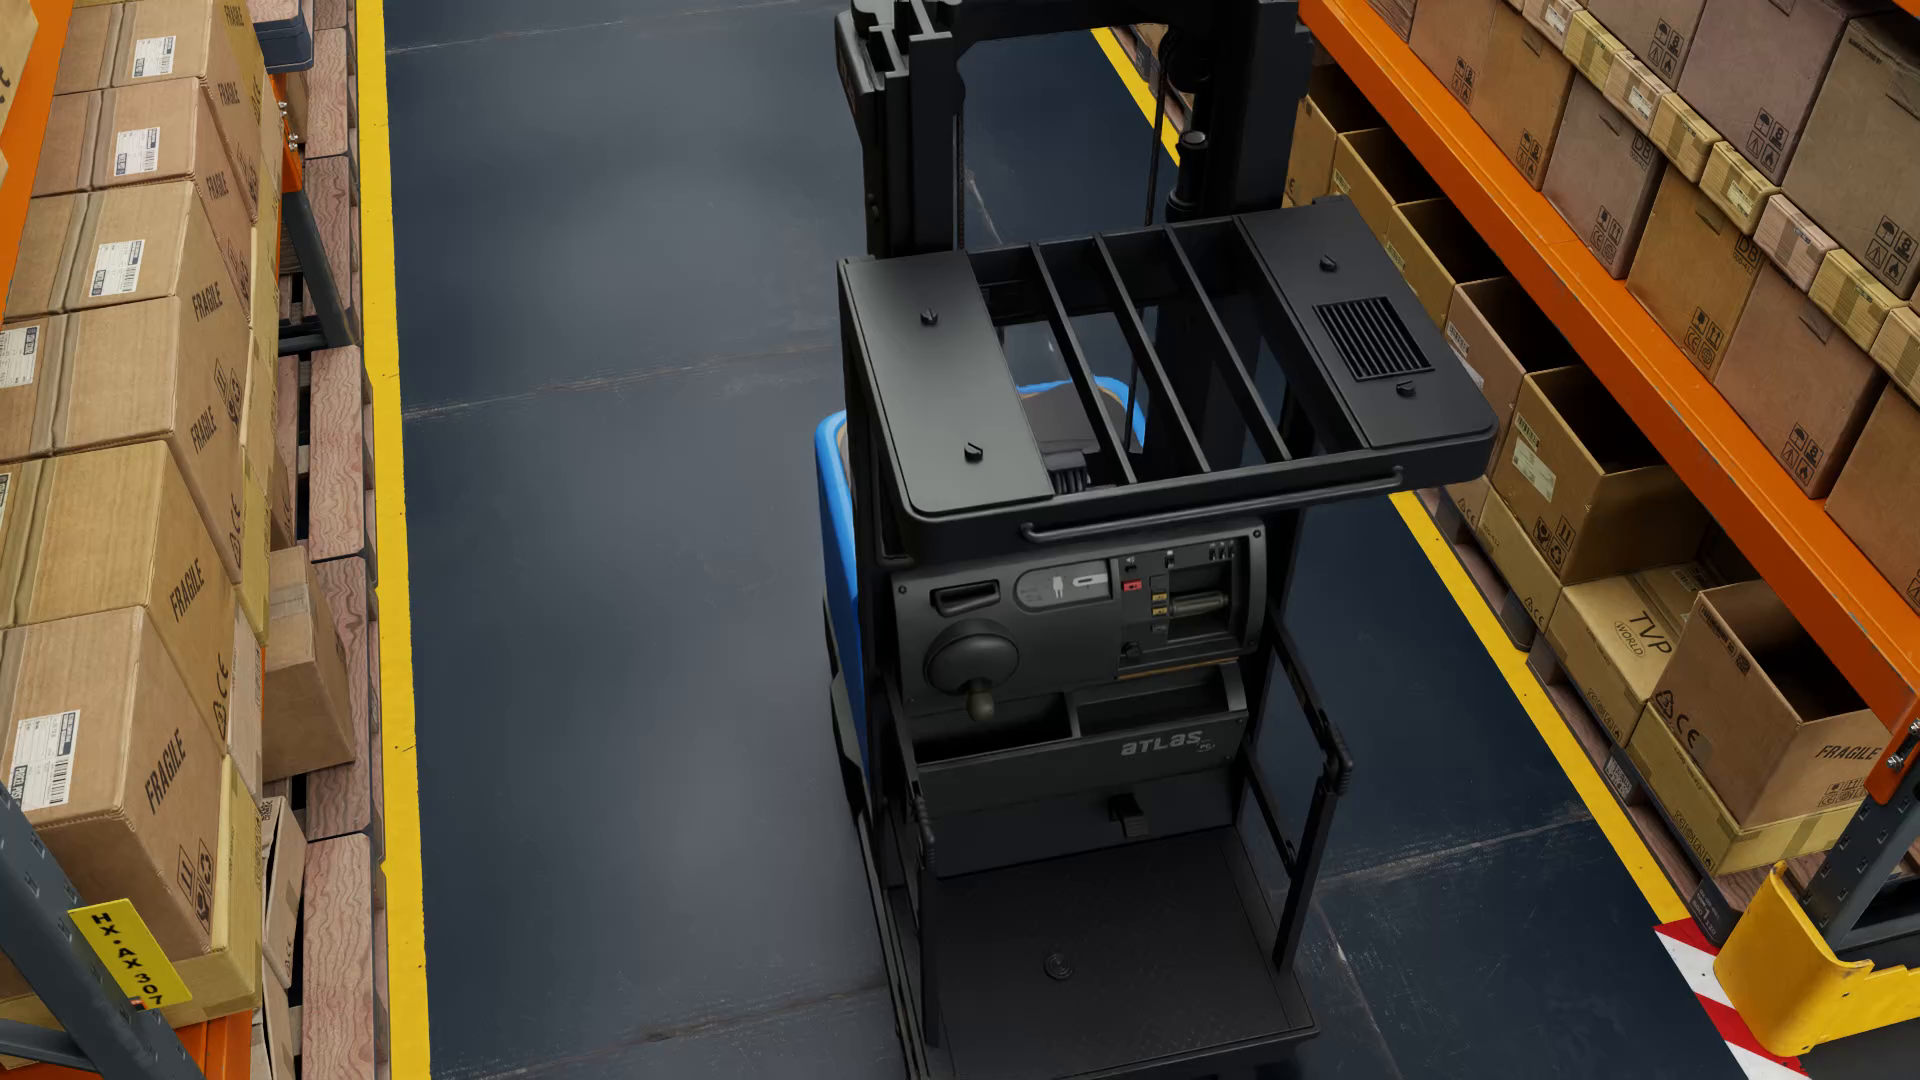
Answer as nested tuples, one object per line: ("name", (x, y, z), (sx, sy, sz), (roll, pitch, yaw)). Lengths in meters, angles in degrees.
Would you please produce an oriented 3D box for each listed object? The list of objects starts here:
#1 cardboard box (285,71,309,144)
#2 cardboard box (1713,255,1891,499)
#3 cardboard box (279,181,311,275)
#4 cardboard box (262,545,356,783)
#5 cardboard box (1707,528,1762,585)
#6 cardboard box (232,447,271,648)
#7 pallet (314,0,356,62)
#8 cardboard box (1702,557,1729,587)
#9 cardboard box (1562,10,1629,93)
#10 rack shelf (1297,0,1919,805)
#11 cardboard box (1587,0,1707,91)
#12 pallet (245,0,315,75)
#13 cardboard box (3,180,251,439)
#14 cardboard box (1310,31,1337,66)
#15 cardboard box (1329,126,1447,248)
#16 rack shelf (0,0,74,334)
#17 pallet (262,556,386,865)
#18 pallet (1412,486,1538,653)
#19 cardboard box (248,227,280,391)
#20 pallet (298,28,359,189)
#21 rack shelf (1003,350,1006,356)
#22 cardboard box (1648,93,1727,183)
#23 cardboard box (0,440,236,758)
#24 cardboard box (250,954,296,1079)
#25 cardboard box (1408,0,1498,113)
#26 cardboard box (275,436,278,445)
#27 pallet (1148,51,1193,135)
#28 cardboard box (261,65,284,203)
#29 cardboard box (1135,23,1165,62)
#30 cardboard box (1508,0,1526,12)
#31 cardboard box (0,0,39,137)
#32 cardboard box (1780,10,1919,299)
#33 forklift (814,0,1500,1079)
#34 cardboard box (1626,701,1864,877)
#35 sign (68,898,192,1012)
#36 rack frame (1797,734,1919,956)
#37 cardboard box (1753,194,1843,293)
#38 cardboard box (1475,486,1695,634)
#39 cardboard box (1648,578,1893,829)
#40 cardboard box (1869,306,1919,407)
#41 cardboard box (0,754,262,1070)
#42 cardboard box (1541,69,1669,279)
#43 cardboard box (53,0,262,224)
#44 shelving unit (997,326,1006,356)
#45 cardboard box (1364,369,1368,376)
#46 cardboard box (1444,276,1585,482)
("cardboard box", (-3.443, -2.137, 7.686), (0.700, 0.500, 0.500), (-10, 46, -10))
("cardboard box", (2.599, -0.513, 4.583), (0.700, 0.500, 0.500), (-10, 46, -9))
("cardboard box", (-3.171, -1.429, 6.993), (0.700, 0.500, 0.500), (-9, 46, -9))
("cardboard box", (-2.318, 0.434, 5.167), (0.700, 0.500, 0.500), (-13, 47, -13))
("cardboard box", (2.793, 0.005, 5.251), (0.500, 0.500, 0.500), (-11, 47, -10))
("cardboard box", (-2.032, 0.058, 4.184), (0.500, 0.250, 0.500), (-11, 47, -11))
("pallet", (-3.792, -2.891, 8.935), (1.003, 0.211, 1.213), (-11, 47, -10))
("cardboard box", (2.791, 0.268, 5.518), (0.500, 0.250, 0.500), (-11, 47, -10))
("cardboard box", (2.103, -1.526, 5.121), (0.380, 0.149, 0.250), (-11, 47, -11))
("rack shelf", (2.333, -0.921, 5.556), (1.077, 0.370, 4.000), (-11, 47, -10))
("cardboard box", (2.326, -1.698, 4.835), (0.700, 0.500, 0.500), (-11, 47, -10))
("pallet", (-3.022, -2.132, 6.374), (1.003, 0.211, 1.213), (-11, 47, -10))
("cardboard box", (-2.161, -0.540, 4.245), (0.500, 0.500, 0.500), (-9, 46, -9))
("cardboard box", (1.440, -2.162, 7.507), (0.500, 0.311, 0.500), (-11, 47, -10))
("cardboard box", (1.773, -1.279, 6.510), (0.500, 0.500, 0.500), (-11, 47, -10))
("rack shelf", (-2.455, -1.063, 3.595), (1.077, 0.370, 4.000), (-11, 47, -10))
("pallet", (-2.445, 0.632, 5.483), (1.003, 0.211, 1.213), (-11, 47, -10))
("pallet", (2.300, -0.177, 6.276), (1.003, 0.211, 1.213), (-11, 47, -10))
("cardboard box", (-2.289, -0.638, 4.866), (0.500, 0.250, 0.500), (-11, 47, -11))
("pallet", (-3.483, -2.050, 8.112), (1.003, 0.211, 1.213), (-11, 47, -10))
("rack shelf", (0.004, -0.631, 5.586), (0.258, 0.103, 0.180), (-11, 47, -10))
("cardboard box", (2.230, -1.177, 4.779), (0.380, 0.149, 0.250), (-10, 46, -9))
("cardboard box", (-1.891, 0.172, 3.547), (0.500, 0.500, 0.500), (-11, 47, -10))
("cardboard box", (-2.033, 1.409, 4.343), (0.500, 0.311, 0.500), (-16, 48, -15))
("cardboard box", (2.082, -1.920, 5.962), (0.700, 0.500, 0.500), (-11, 47, -11))
("cardboard box", (-2.801, -0.444, 6.260), (0.380, 0.166, 0.250), (-16, 48, -15))
("pallet", (1.595, -2.079, 8.140), (1.003, 0.211, 1.213), (-11, 47, -10))
("cardboard box", (-2.552, -1.328, 5.542), (0.500, 0.250, 0.500), (-11, 47, -10))
("cardboard box", (1.175, -2.674, 8.402), (0.500, 0.250, 0.500), (-10, 46, -9))
("cardboard box", (1.965, -1.890, 5.477), (0.380, 0.149, 0.250), (-12, 47, -12))
("cardboard box", (-2.026, -0.987, 2.933), (0.500, 0.500, 0.500), (-9, 46, -8))
("cardboard box", (2.584, -1.004, 4.156), (0.700, 0.500, 0.500), (-12, 47, -11))
("forklift", (0.347, 0.290, 3.914), (1.130, 2.935, 3.031), (-9, 46, -9))
("cardboard box", (2.422, 0.707, 5.088), (0.500, 0.250, 0.500), (-11, 47, -10))
("sign", (-1.418, 0.714, 2.844), (0.100, 0.325, 0.005), (-11, 47, -10))
("rack frame", (2.845, 0.208, 3.946), (1.000, 3.000, 0.127), (-11, 47, -10))
("cardboard box", (2.367, -0.814, 4.423), (0.380, 0.149, 0.250), (-10, 46, -10))
("cardboard box", (2.153, 0.019, 5.762), (0.500, 0.250, 0.500), (-11, 47, -10))
("cardboard box", (2.420, 0.445, 4.820), (0.500, 0.500, 0.500), (-11, 47, -10))
("cardboard box", (2.495, -0.463, 4.080), (0.380, 0.149, 0.250), (-10, 46, -9))
("cardboard box", (-1.761, 0.767, 3.489), (0.500, 0.250, 0.500), (-12, 47, -11))
("cardboard box", (2.339, -1.220, 5.275), (0.700, 0.500, 0.500), (-9, 46, -9))
("cardboard box", (-2.413, -1.249, 4.940), (0.500, 0.500, 0.500), (-11, 47, -11))
("shelving unit", (0.004, -0.410, 5.812), (0.258, 1.200, 0.189), (-11, 47, -10))
("cardboard box", (1.893, -0.670, 6.438), (0.500, 0.250, 0.500), (-11, 47, -10))
("cardboard box", (2.023, -0.588, 5.832), (0.500, 0.500, 0.500), (-11, 47, -10))
